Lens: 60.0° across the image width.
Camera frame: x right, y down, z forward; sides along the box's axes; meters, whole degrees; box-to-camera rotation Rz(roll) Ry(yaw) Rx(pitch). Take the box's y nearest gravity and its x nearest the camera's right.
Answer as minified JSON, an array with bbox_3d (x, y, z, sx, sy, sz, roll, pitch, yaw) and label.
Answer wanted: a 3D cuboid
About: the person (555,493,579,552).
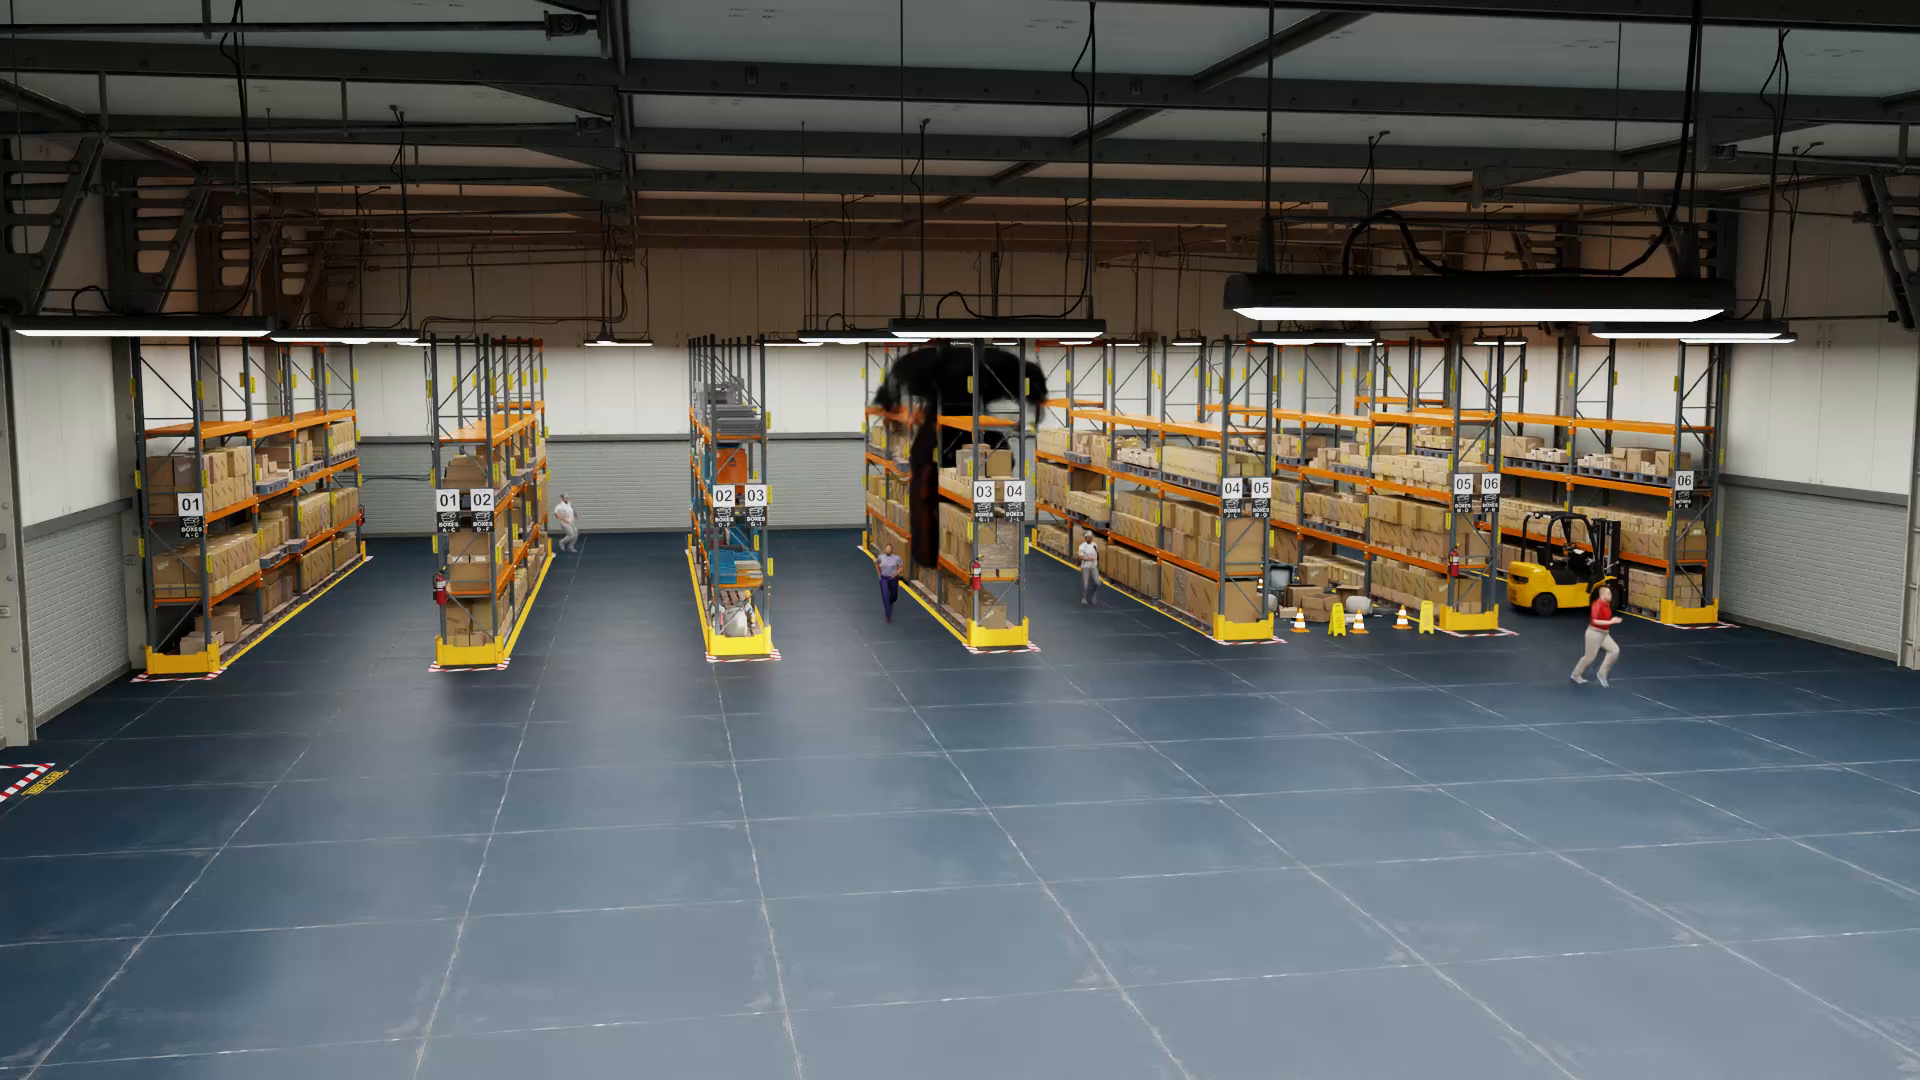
[{"bbox_3d":[-11.087,-0.492,46.949,0.579,1.706,0.666,2,7,17],"label":"person"}]

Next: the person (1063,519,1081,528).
[{"bbox_3d":[3.368,-0.892,50.069,0.786,1.835,0.719,-1,7,-11],"label":"person"}]

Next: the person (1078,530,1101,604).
[{"bbox_3d":[2.923,0.620,37.255,0.569,1.668,0.655,-2,7,-18],"label":"person"}]

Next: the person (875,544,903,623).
[{"bbox_3d":[-1.493,0.899,35.324,0.578,1.663,1.066,-1,7,-11],"label":"person"}]

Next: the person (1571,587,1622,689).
[{"bbox_3d":[10.814,1.656,28.206,0.851,1.750,0.689,6,9,42],"label":"person"}]
